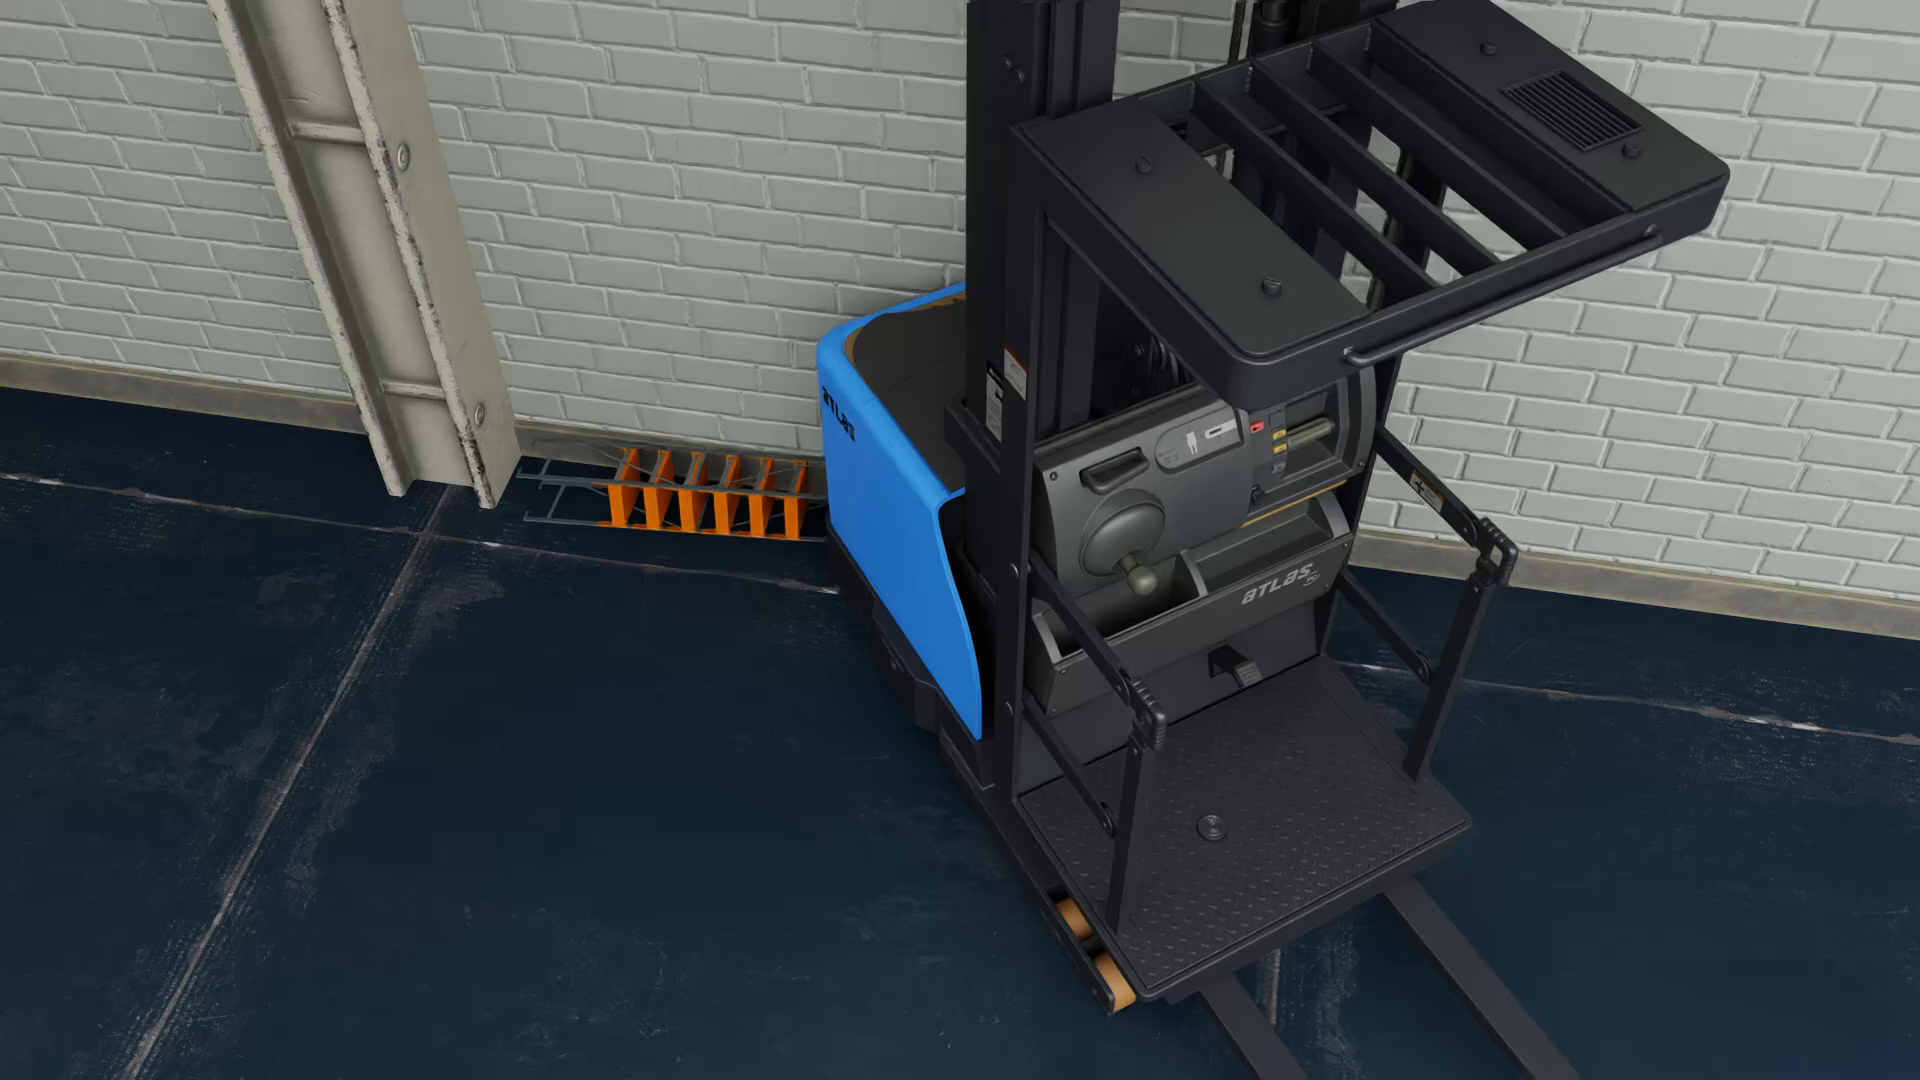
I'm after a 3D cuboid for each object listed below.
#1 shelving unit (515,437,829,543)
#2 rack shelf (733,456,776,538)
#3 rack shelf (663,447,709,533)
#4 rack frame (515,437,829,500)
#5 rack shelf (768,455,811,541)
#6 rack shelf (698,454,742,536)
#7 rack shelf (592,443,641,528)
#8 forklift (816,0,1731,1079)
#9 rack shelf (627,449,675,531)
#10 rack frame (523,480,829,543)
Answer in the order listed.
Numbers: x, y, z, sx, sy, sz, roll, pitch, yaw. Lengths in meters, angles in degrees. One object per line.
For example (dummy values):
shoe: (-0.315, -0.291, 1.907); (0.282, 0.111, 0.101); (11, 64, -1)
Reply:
shelving unit: (-0.897, -0.170, 5.742); (1.200, 0.189, 0.258); (4, 38, 3)
rack shelf: (-0.703, -0.156, 5.732); (0.103, 0.180, 0.258); (4, 38, 3)
rack shelf: (-0.942, -0.173, 5.744); (0.103, 0.180, 0.258); (4, 38, 3)
rack frame: (-0.895, -0.243, 5.686); (1.200, 0.006, 0.240); (4, 38, 3)
rack shelf: (-0.583, -0.147, 5.726); (0.103, 0.180, 0.258); (4, 38, 3)
rack shelf: (-0.822, -0.165, 5.738); (0.103, 0.180, 0.258); (4, 38, 3)
rack shelf: (-1.181, -0.190, 5.756); (0.103, 0.180, 0.258); (4, 38, 3)
forklift: (0.714, -0.079, 3.850); (1.130, 2.935, 3.031); (-22, 52, -19)
rack shelf: (-1.061, -0.182, 5.750); (0.103, 0.180, 0.258); (4, 38, 3)
rack frame: (-0.900, -0.098, 5.798); (1.200, 0.006, 0.240); (4, 38, 3)
